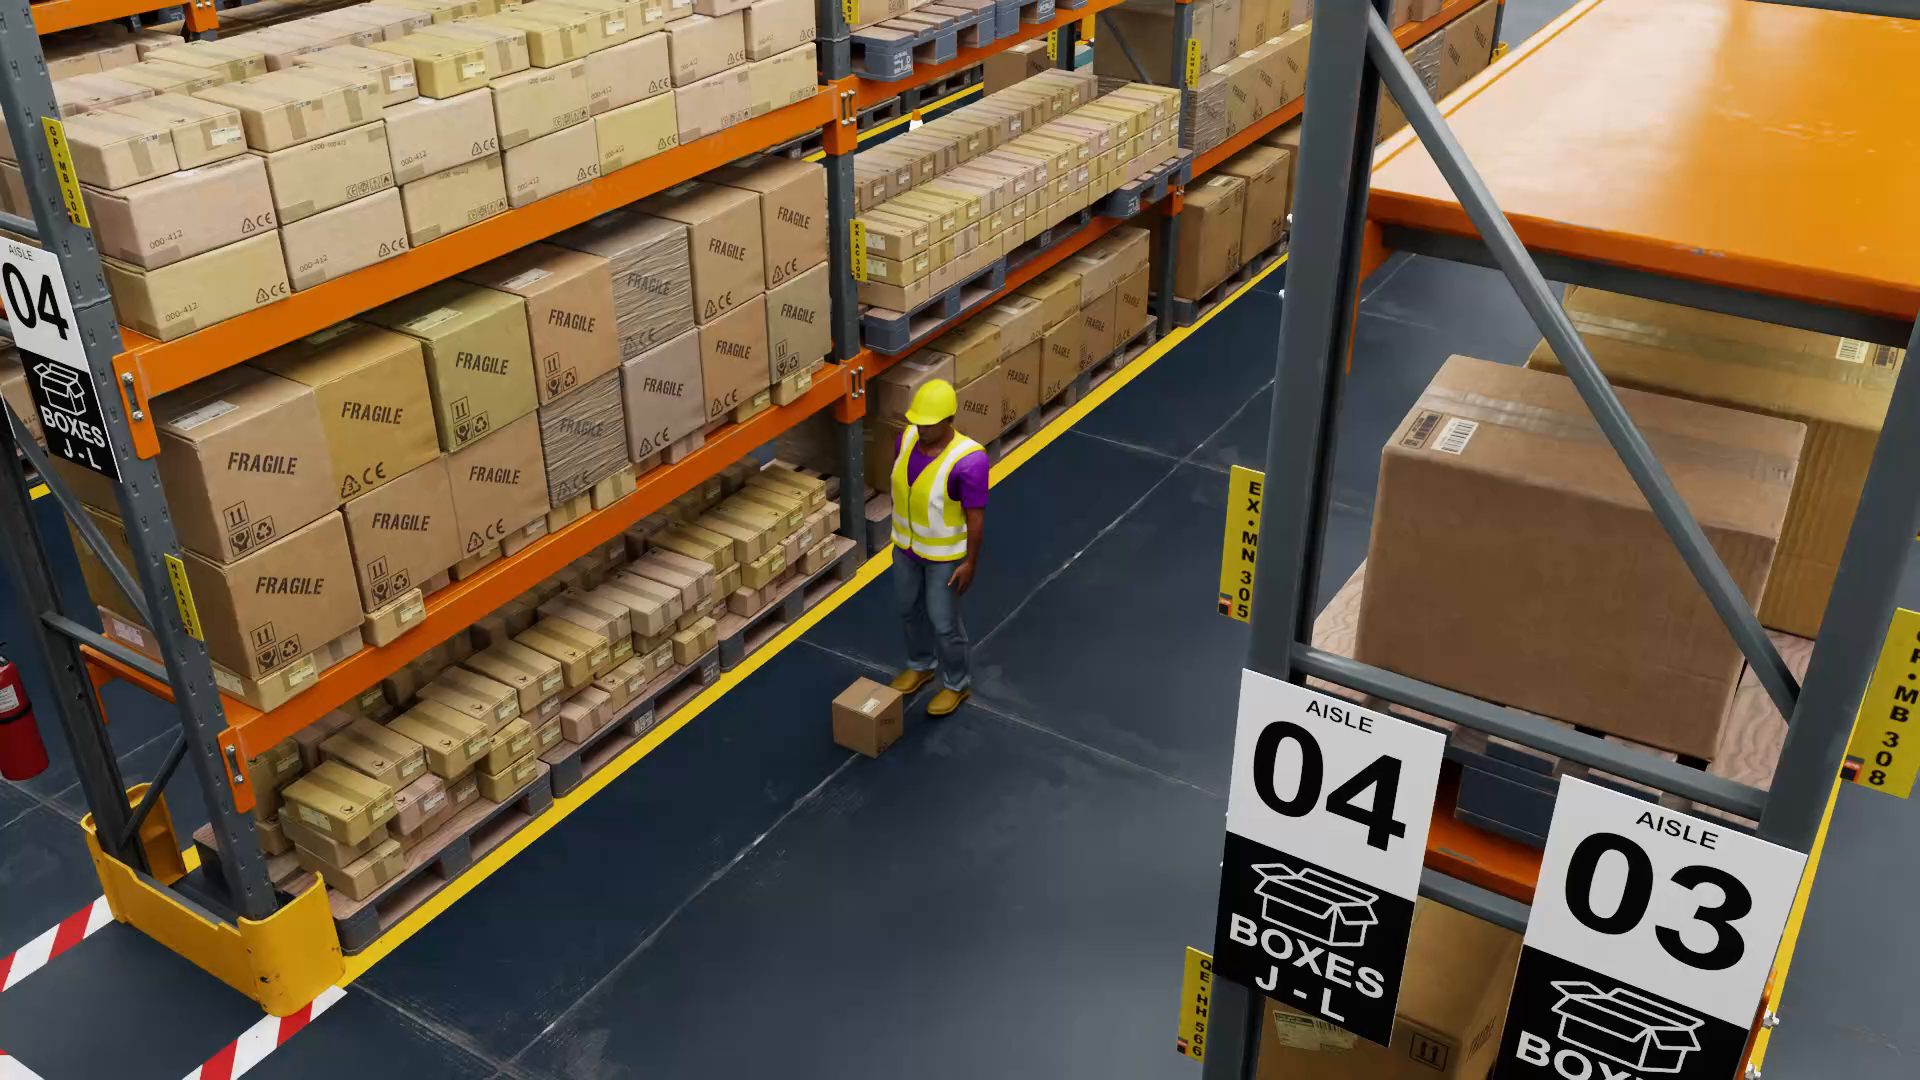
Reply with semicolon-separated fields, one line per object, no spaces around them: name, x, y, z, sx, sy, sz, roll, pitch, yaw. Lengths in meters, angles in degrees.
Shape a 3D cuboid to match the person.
person;-0.126;0.032;8.112;0.565;1.763;0.363;23;37;34
